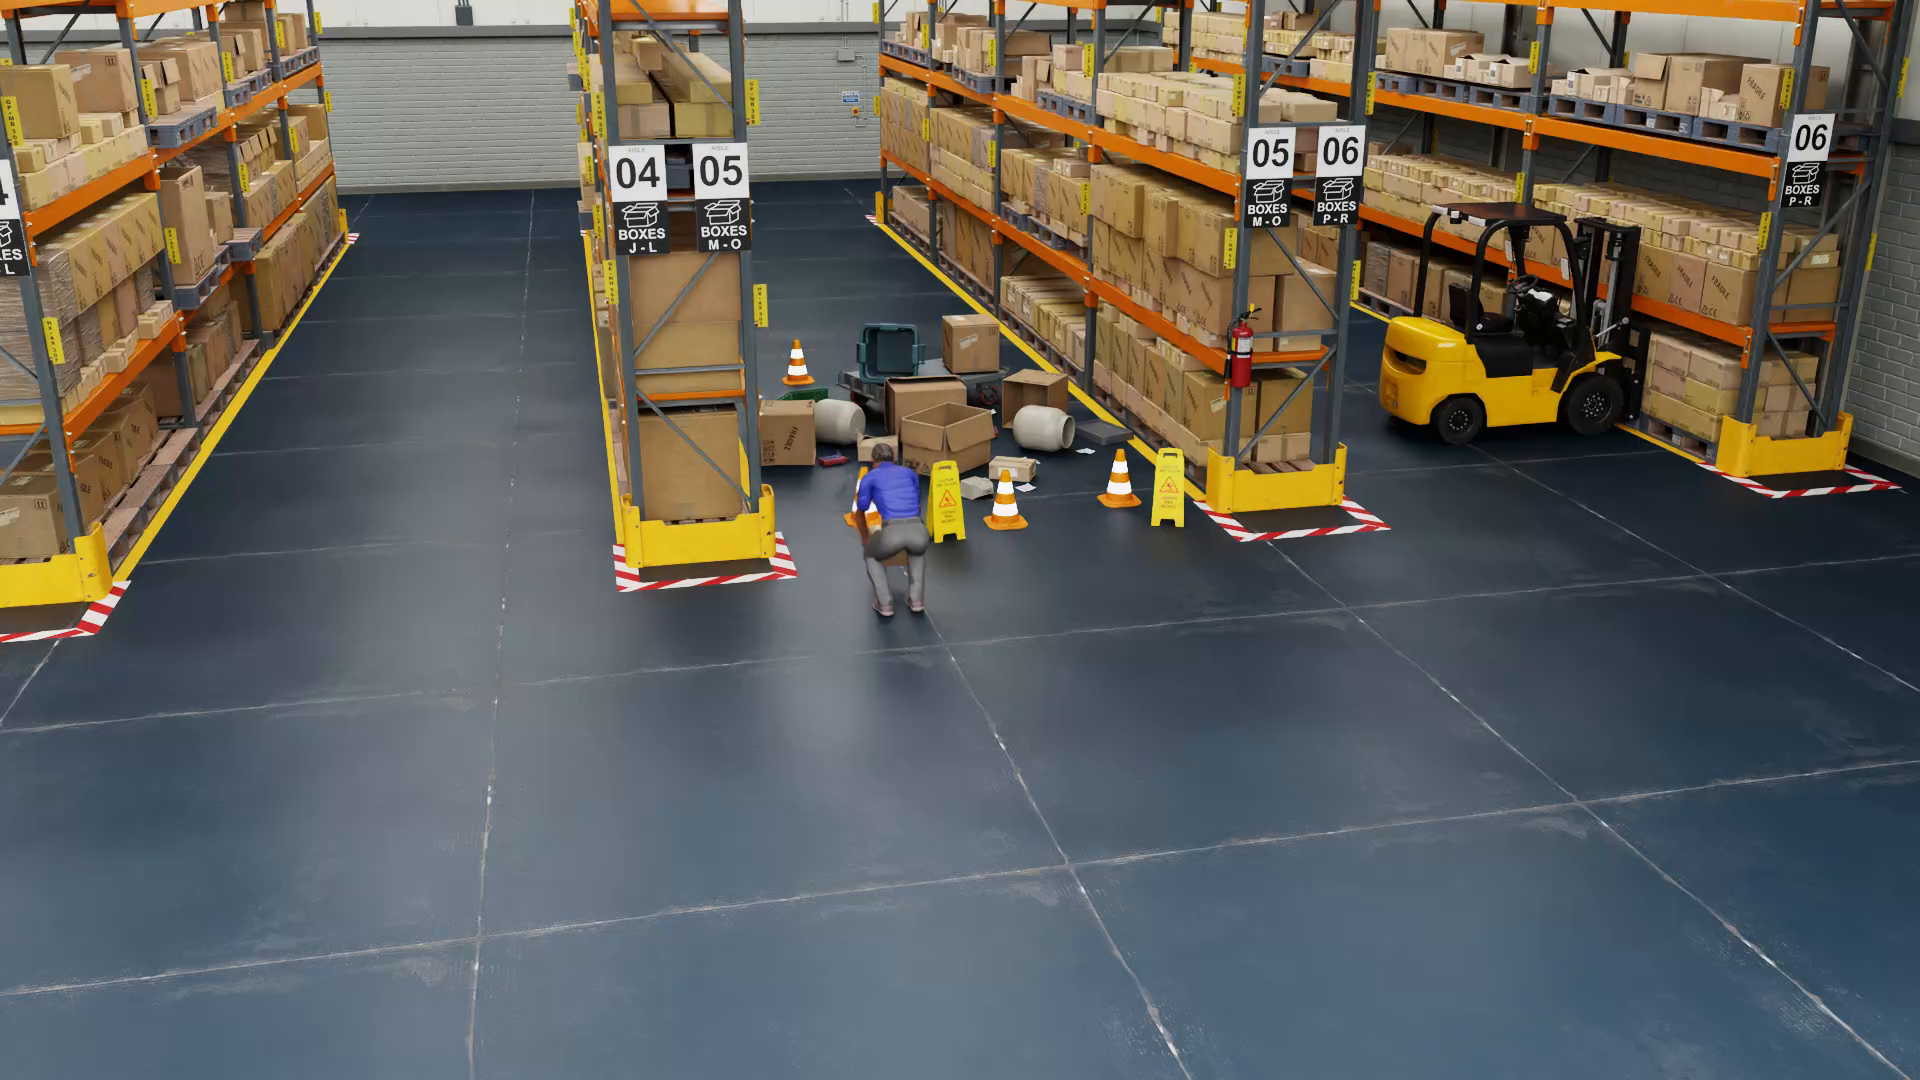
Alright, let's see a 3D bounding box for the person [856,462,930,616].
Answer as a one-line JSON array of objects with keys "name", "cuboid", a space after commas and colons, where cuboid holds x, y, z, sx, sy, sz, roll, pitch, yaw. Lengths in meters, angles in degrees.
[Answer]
[{"name": "person", "cuboid": [-0.464, 0.014, 11.922, 0.486, 1.068, 0.556, -5, 20, -12]}]
